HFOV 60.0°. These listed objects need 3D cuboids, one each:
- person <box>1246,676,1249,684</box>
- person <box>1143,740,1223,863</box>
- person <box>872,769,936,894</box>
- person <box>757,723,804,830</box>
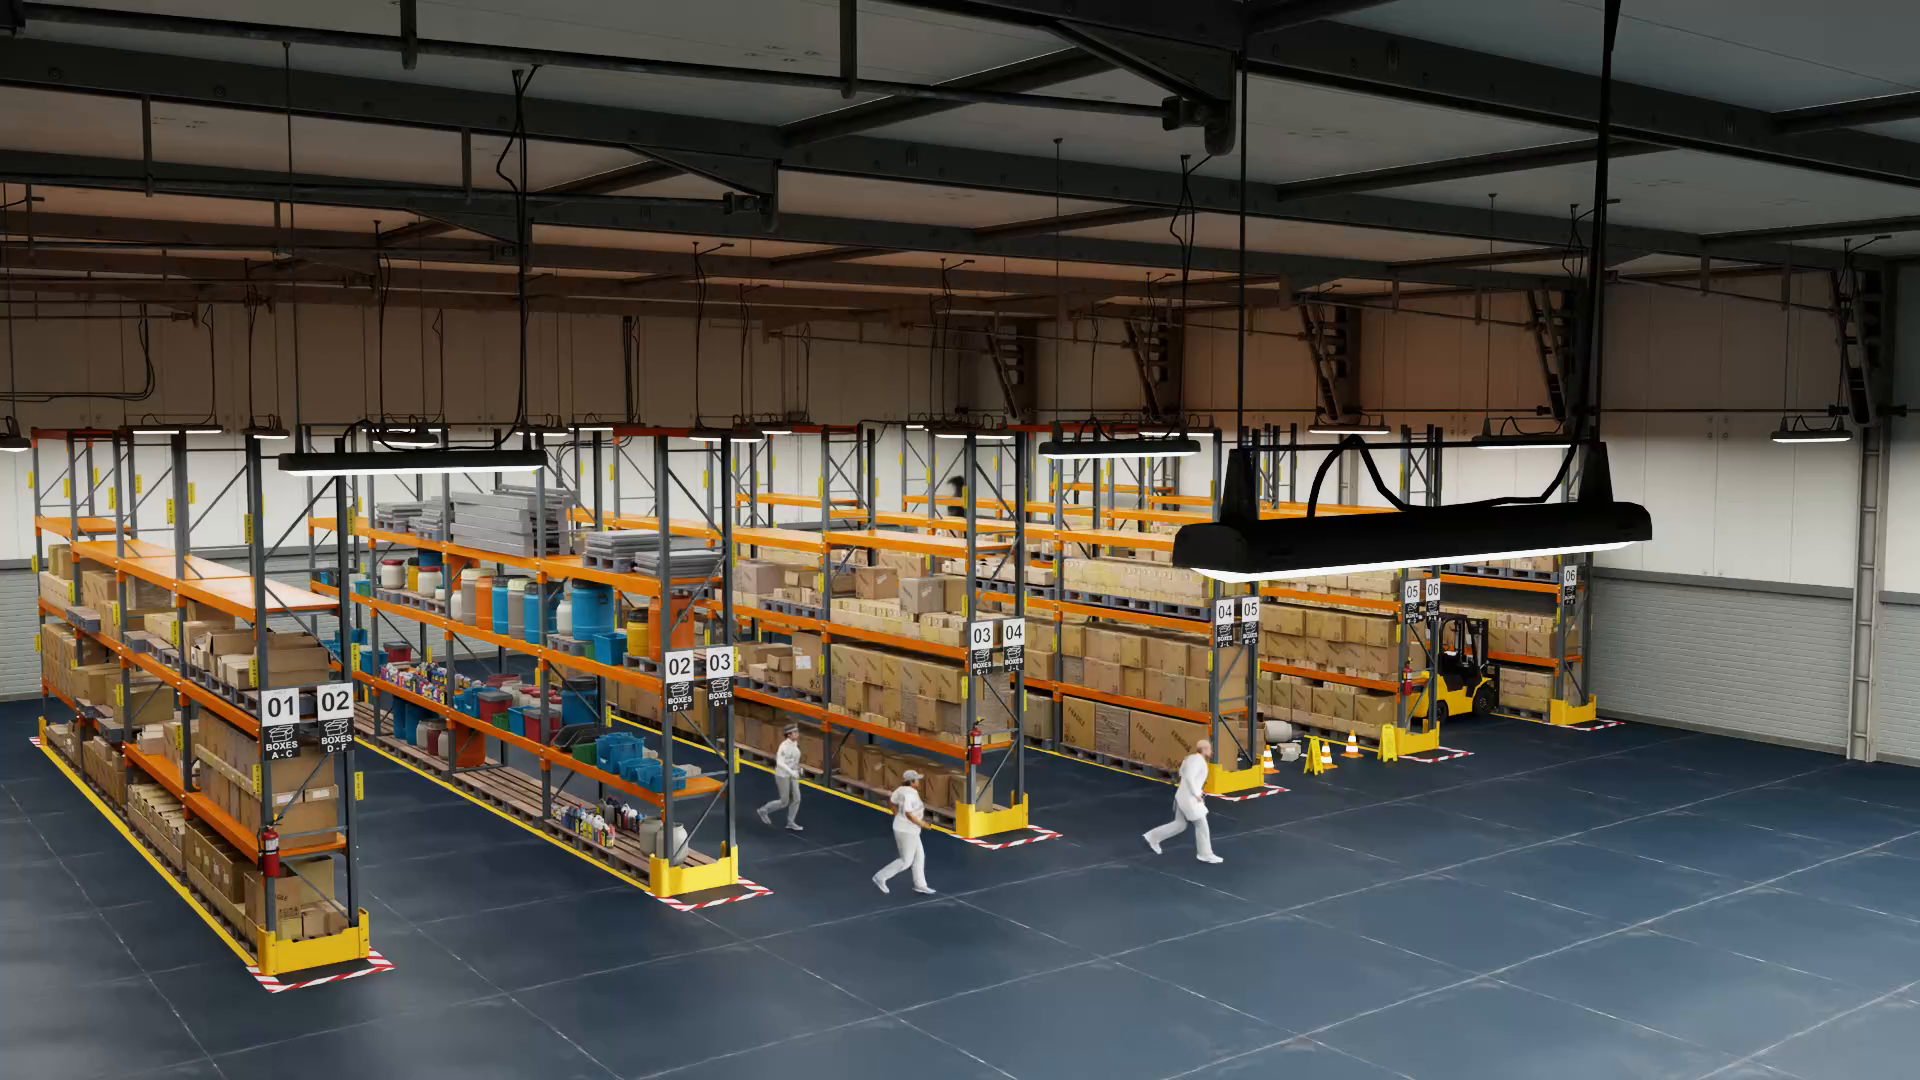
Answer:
[{"bbox_3d":[6.150,2.590,37.091,0.574,1.643,0.893,-4,6,-39],"label":"person"},{"bbox_3d":[3.119,3.647,23.169,1.115,1.738,0.704,0,4,3],"label":"person"},{"bbox_3d":[-0.728,3.816,21.601,0.860,1.678,0.609,-1,5,-9],"label":"person"},{"bbox_3d":[-2.701,3.551,25.070,0.728,1.645,0.615,2,5,20],"label":"person"}]
